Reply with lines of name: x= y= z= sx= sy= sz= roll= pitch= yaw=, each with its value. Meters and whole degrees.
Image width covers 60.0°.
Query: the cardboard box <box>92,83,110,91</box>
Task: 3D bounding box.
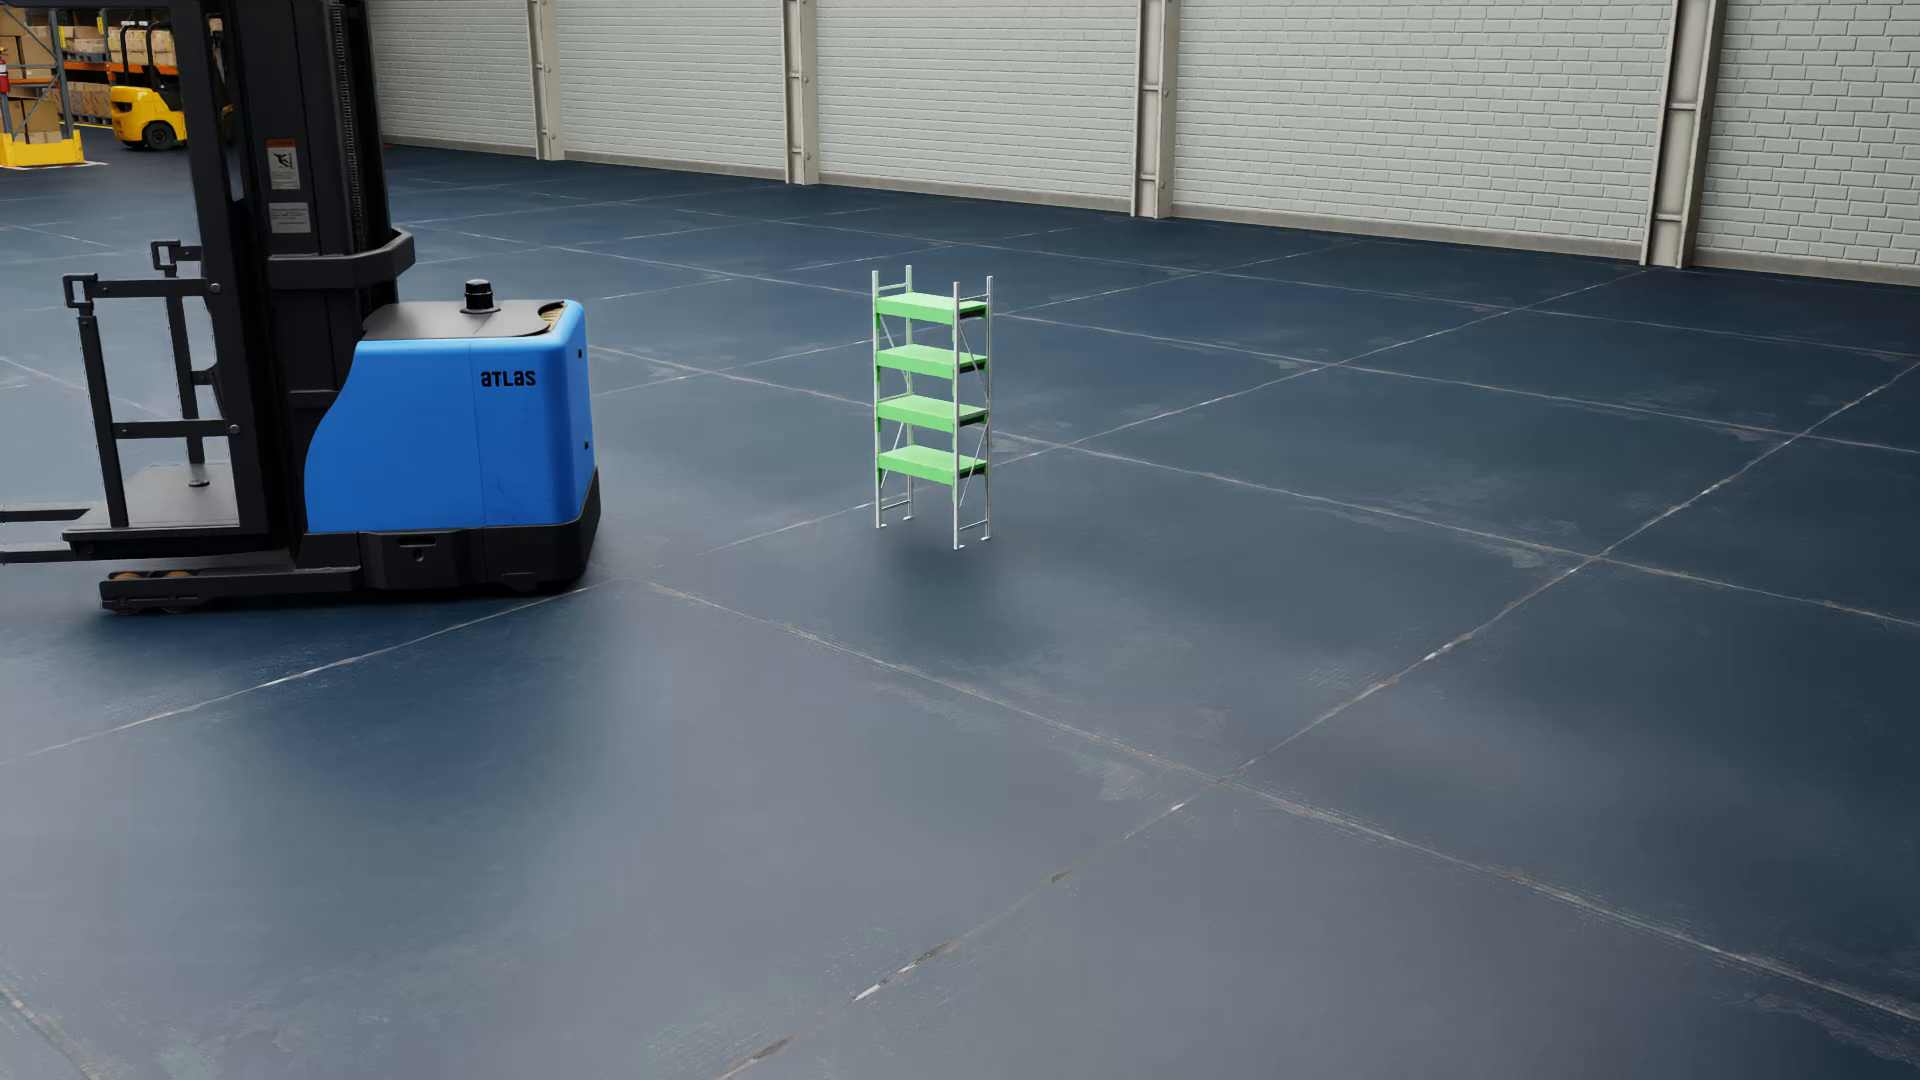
cardboard box: x=-18.185 y=-9.616 z=35.317 sx=0.250 sy=0.149 sz=0.380 roll=14 pitch=22 yaw=37

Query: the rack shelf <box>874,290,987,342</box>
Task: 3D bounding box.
rack shelf: x=-0.124 y=-1.002 z=7.409 sx=0.480 sy=0.148 sz=0.258 roll=15 pitch=23 yaw=39

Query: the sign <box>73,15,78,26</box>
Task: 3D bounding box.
sign: x=-19.881 y=-11.626 z=37.373 sx=0.005 sy=0.325 sz=0.100 roll=15 pitch=23 yaw=39

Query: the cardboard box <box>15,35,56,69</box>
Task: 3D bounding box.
cardboard box: x=-14.734 y=-7.762 z=26.455 sx=0.500 sy=0.500 sz=0.500 roll=15 pitch=23 yaw=38

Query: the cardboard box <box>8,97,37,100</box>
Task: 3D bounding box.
cardboard box: x=-15.396 y=-6.995 z=27.306 sx=0.500 sy=0.500 sz=0.500 roll=14 pitch=22 yaw=37

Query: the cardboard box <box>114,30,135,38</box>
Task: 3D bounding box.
cardboard box: x=-17.012 y=-10.318 z=33.927 sx=0.250 sy=0.149 sz=0.380 roll=16 pitch=23 yaw=40

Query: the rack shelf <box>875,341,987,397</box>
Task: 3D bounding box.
rack shelf: x=-0.124 y=-0.773 z=7.482 sx=0.480 sy=0.148 sz=0.258 roll=15 pitch=23 yaw=39

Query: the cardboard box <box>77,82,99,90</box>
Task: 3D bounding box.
cardboard box: x=-18.766 y=-9.777 z=35.827 sx=0.250 sy=0.149 sz=0.380 roll=14 pitch=22 yaw=37

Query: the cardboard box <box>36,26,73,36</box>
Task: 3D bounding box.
cardboard box: x=-19.647 y=-10.944 z=36.279 sx=0.500 sy=0.500 sz=0.700 roll=15 pitch=23 yaw=40

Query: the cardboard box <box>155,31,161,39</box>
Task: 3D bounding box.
cardboard box: x=-15.642 y=-9.967 z=32.821 sx=0.250 sy=0.149 sz=0.380 roll=15 pitch=23 yaw=40

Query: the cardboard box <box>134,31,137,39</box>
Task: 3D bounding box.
cardboard box: x=-16.391 y=-10.179 z=33.489 sx=0.250 sy=0.149 sz=0.380 roll=15 pitch=23 yaw=40

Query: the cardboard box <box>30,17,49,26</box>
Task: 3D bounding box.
cardboard box: x=-21.184 y=-11.735 z=38.147 sx=0.500 sy=0.500 sz=0.500 roll=14 pitch=23 yaw=38

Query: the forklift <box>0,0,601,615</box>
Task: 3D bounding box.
forklift: x=-3.125 y=-1.265 z=6.753 sx=3.031 sy=2.935 sz=1.130 roll=-2 pitch=18 yaw=-7

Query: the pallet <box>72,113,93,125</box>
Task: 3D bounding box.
pallet: x=-18.697 y=-9.219 z=36.313 sx=1.213 sy=0.211 sz=1.003 roll=15 pitch=23 yaw=39

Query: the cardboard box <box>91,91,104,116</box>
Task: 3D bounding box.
cardboard box: x=-18.082 y=-9.293 z=35.373 sx=0.500 sy=0.500 sz=0.500 roll=15 pitch=23 yaw=38

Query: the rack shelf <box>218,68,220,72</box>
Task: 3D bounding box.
rack shelf: x=-12.768 y=-8.598 z=30.933 sx=4.000 sy=0.370 sz=1.077 roll=15 pitch=23 yaw=39

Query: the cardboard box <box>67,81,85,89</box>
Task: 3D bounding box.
cardboard box: x=-19.321 y=-9.936 z=36.328 sx=0.250 sy=0.149 sz=0.380 roll=15 pitch=23 yaw=39

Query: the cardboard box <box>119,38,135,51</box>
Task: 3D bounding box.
cardboard box: x=-16.712 y=-10.067 z=33.794 sx=0.500 sy=0.250 sz=0.500 roll=16 pitch=24 yaw=41

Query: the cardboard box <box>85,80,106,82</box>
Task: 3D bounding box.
cardboard box: x=-19.184 y=-10.114 z=36.886 sx=0.250 sy=0.149 sz=0.380 roll=14 pitch=22 yaw=37

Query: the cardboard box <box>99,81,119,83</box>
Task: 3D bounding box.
cardboard box: x=-18.615 y=-9.950 z=36.370 sx=0.250 sy=0.149 sz=0.380 roll=14 pitch=22 yaw=37

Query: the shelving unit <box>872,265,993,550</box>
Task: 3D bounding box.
shelving unit: x=-0.124 y=-0.605 z=7.535 sx=0.503 sy=1.200 sz=0.258 roll=15 pitch=23 yaw=39

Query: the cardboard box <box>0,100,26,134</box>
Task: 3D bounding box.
cardboard box: x=-15.336 y=-6.764 z=26.578 sx=0.500 sy=0.500 sz=0.500 roll=15 pitch=23 yaw=40

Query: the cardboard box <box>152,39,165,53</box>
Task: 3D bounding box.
cardboard box: x=-15.569 y=-9.755 z=32.813 sx=0.500 sy=0.250 sz=0.500 roll=16 pitch=23 yaw=40

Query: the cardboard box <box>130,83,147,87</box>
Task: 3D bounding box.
cardboard box: x=-17.439 y=-9.638 z=35.389 sx=0.250 sy=0.149 sz=0.380 roll=17 pitch=24 yaw=42

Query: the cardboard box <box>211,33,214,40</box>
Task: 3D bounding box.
cardboard box: x=-14.005 y=-9.524 z=31.424 sx=0.250 sy=0.149 sz=0.380 roll=16 pitch=23 yaw=41

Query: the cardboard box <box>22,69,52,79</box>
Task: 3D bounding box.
cardboard box: x=-14.680 y=-7.410 z=26.418 sx=0.250 sy=0.149 sz=0.380 roll=15 pitch=23 yaw=39

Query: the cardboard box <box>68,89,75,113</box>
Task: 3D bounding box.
cardboard box: x=-19.260 y=-9.603 z=36.350 sx=0.500 sy=0.500 sz=0.500 roll=14 pitch=22 yaw=38

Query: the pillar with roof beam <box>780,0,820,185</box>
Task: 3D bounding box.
pillar with roof beam: x=-5.077 y=-8.359 z=19.073 sx=0.400 sy=9.000 sz=9.100 roll=15 pitch=23 yaw=39

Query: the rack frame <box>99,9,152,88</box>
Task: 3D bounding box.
rack frame: x=-17.255 y=-10.145 z=34.620 sx=0.127 sy=3.000 sz=1.000 roll=15 pitch=23 yaw=39

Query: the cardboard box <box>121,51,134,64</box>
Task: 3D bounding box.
cardboard box: x=-16.713 y=-9.827 z=33.866 sx=0.500 sy=0.250 sz=0.500 roll=14 pitch=23 yaw=38

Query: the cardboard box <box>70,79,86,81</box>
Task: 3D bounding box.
cardboard box: x=-19.781 y=-10.258 z=37.340 sx=0.250 sy=0.149 sz=0.380 roll=14 pitch=22 yaw=37

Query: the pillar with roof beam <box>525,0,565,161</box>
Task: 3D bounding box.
pillar with roof beam: x=-9.564 y=-9.563 z=22.869 sx=0.400 sy=9.000 sz=9.100 roll=15 pitch=23 yaw=39

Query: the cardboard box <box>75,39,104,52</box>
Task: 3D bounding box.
cardboard box: x=-18.259 y=-10.412 z=35.016 sx=0.500 sy=0.250 sz=0.500 roll=14 pitch=22 yaw=37

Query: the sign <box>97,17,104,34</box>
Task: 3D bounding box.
sign: x=-17.609 y=-10.535 z=34.064 sx=0.005 sy=0.325 sz=0.100 roll=15 pitch=23 yaw=39

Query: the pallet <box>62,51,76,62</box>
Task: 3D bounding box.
pallet: x=-18.713 y=-10.443 z=35.876 sx=1.213 sy=0.211 sz=1.003 roll=15 pitch=23 yaw=39

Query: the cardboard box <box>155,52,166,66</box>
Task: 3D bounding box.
cardboard box: x=-15.545 y=-9.519 z=32.894 sx=0.500 sy=0.250 sz=0.500 roll=15 pitch=23 yaw=40

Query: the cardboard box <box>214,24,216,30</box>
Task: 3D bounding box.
cardboard box: x=-13.770 y=-9.628 z=31.262 sx=0.250 sy=0.149 sz=0.380 roll=14 pitch=23 yaw=38

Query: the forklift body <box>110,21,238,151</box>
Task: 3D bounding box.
forklift body: x=-13.901 y=-8.102 z=29.586 sx=1.214 sy=2.155 sz=2.313 roll=15 pitch=23 yaw=39
